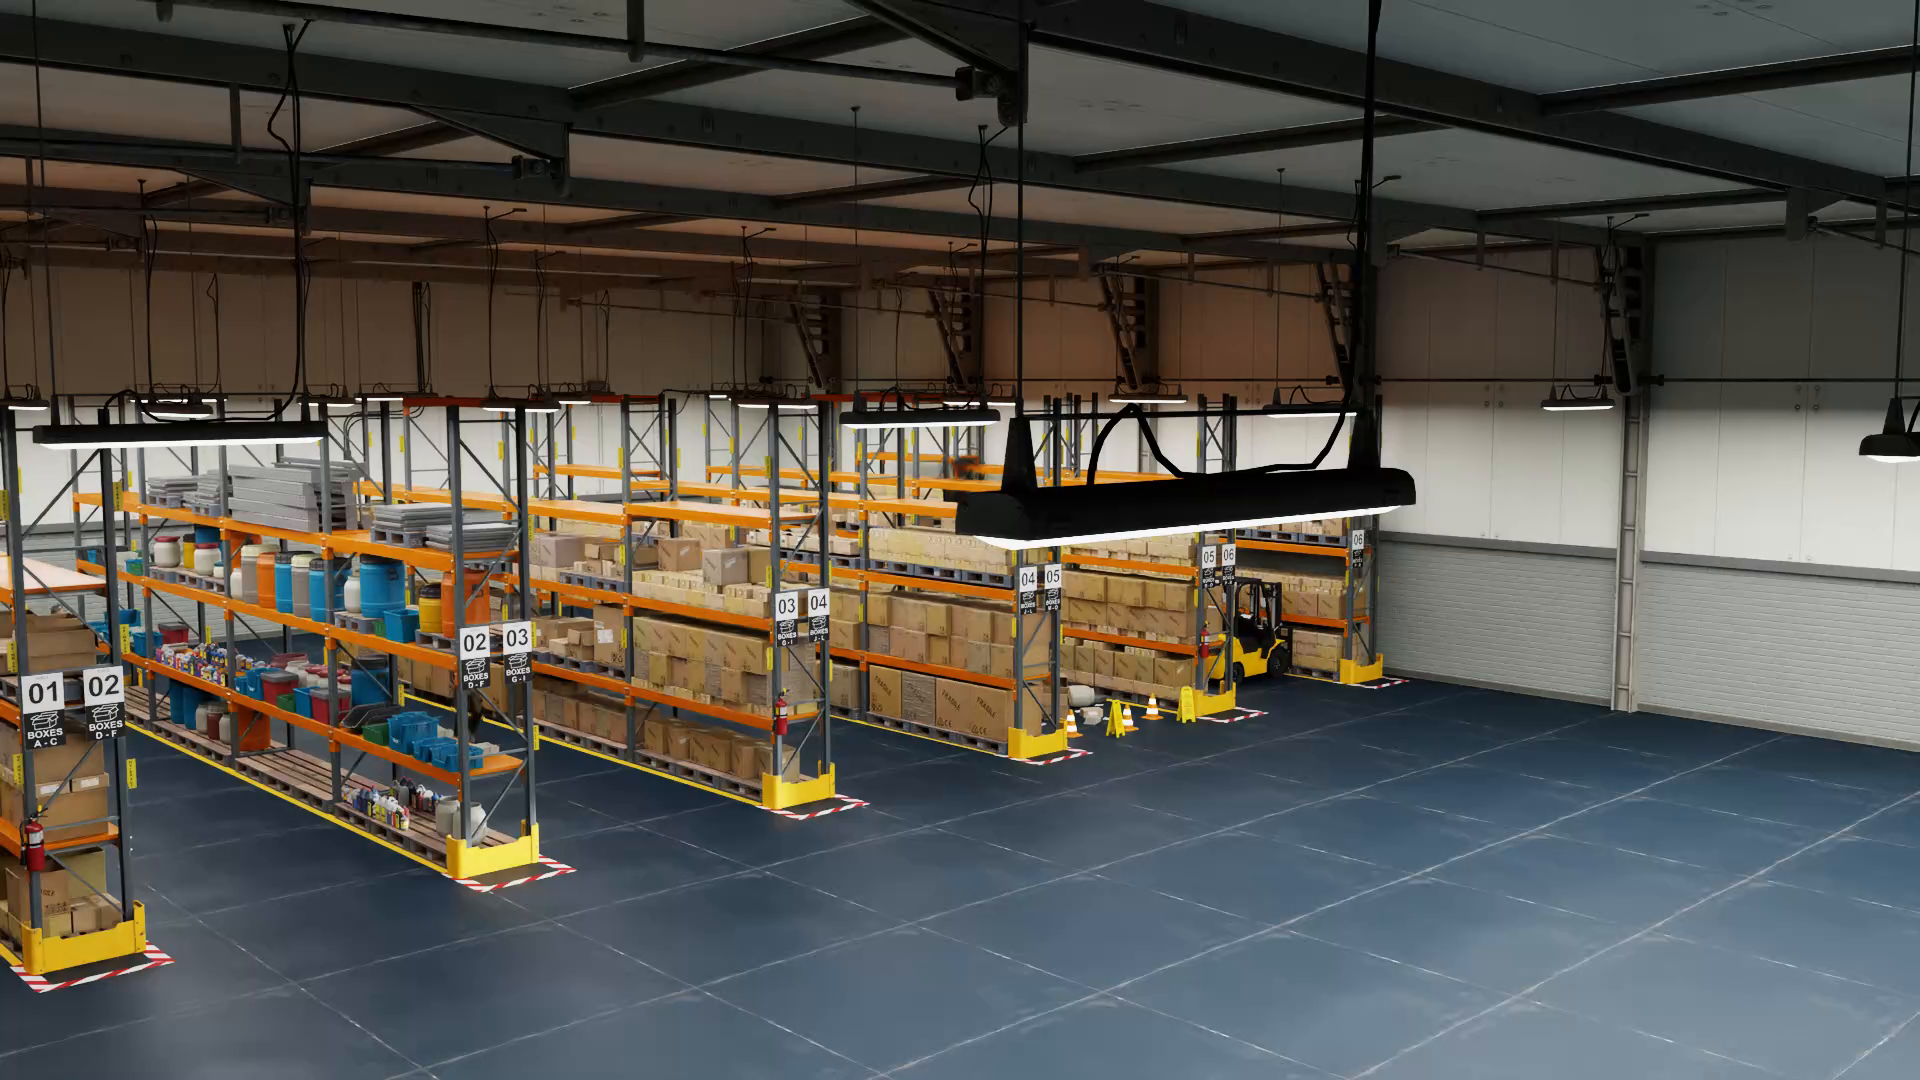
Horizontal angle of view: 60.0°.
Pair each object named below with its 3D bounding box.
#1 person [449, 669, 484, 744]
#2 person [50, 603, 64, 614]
[{"bbox_3d":[-8.568,2.666,28.855,0.649,1.780,0.849,-5,8,-43],"label":"person"},{"bbox_3d":[-19.223,2.139,35.231,0.666,1.615,0.602,-4,7,-38],"label":"person"}]
